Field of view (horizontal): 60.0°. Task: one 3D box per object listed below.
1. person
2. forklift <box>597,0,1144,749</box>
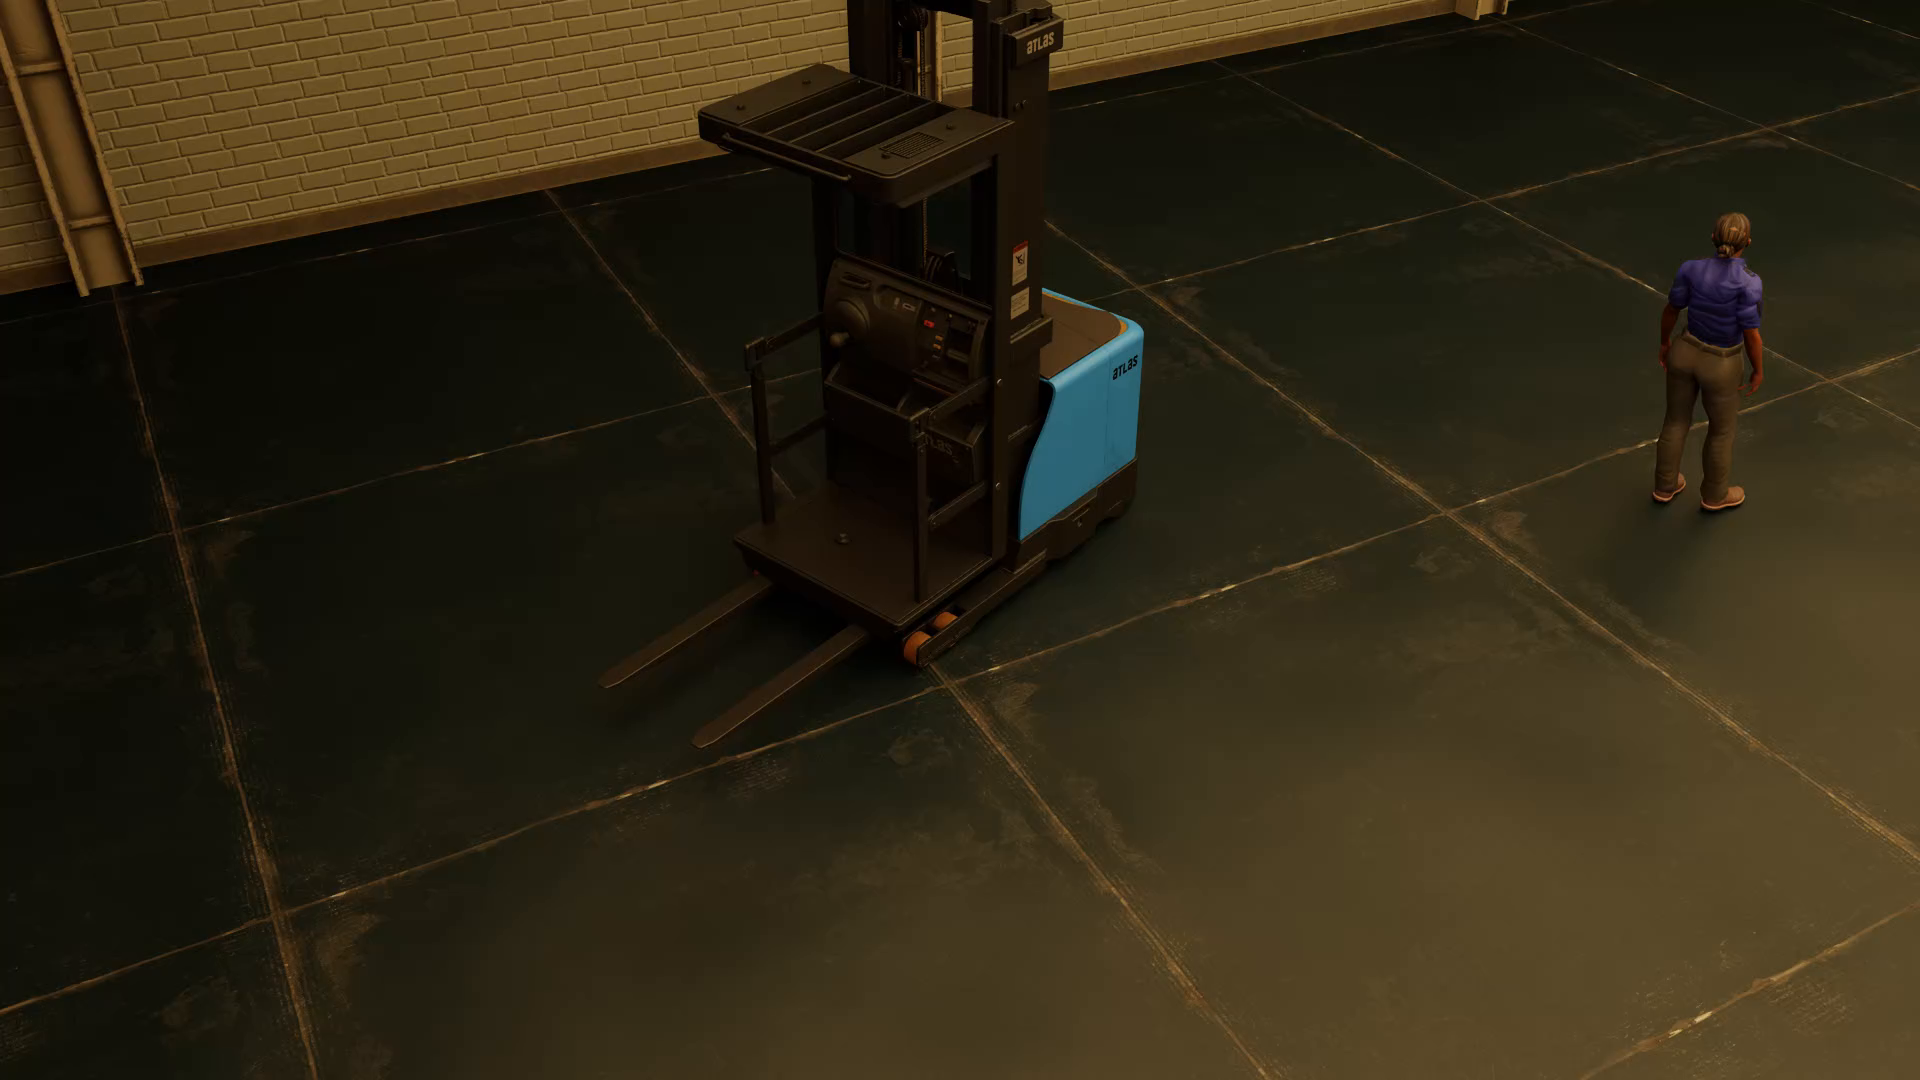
[{"bbox_3d":[3.874,-0.922,8.521,0.503,1.656,0.569,-27,44,-33],"label":"person"},{"bbox_3d":[-0.390,-0.927,7.434,1.130,2.935,3.031,26,43,31],"label":"forklift"}]
